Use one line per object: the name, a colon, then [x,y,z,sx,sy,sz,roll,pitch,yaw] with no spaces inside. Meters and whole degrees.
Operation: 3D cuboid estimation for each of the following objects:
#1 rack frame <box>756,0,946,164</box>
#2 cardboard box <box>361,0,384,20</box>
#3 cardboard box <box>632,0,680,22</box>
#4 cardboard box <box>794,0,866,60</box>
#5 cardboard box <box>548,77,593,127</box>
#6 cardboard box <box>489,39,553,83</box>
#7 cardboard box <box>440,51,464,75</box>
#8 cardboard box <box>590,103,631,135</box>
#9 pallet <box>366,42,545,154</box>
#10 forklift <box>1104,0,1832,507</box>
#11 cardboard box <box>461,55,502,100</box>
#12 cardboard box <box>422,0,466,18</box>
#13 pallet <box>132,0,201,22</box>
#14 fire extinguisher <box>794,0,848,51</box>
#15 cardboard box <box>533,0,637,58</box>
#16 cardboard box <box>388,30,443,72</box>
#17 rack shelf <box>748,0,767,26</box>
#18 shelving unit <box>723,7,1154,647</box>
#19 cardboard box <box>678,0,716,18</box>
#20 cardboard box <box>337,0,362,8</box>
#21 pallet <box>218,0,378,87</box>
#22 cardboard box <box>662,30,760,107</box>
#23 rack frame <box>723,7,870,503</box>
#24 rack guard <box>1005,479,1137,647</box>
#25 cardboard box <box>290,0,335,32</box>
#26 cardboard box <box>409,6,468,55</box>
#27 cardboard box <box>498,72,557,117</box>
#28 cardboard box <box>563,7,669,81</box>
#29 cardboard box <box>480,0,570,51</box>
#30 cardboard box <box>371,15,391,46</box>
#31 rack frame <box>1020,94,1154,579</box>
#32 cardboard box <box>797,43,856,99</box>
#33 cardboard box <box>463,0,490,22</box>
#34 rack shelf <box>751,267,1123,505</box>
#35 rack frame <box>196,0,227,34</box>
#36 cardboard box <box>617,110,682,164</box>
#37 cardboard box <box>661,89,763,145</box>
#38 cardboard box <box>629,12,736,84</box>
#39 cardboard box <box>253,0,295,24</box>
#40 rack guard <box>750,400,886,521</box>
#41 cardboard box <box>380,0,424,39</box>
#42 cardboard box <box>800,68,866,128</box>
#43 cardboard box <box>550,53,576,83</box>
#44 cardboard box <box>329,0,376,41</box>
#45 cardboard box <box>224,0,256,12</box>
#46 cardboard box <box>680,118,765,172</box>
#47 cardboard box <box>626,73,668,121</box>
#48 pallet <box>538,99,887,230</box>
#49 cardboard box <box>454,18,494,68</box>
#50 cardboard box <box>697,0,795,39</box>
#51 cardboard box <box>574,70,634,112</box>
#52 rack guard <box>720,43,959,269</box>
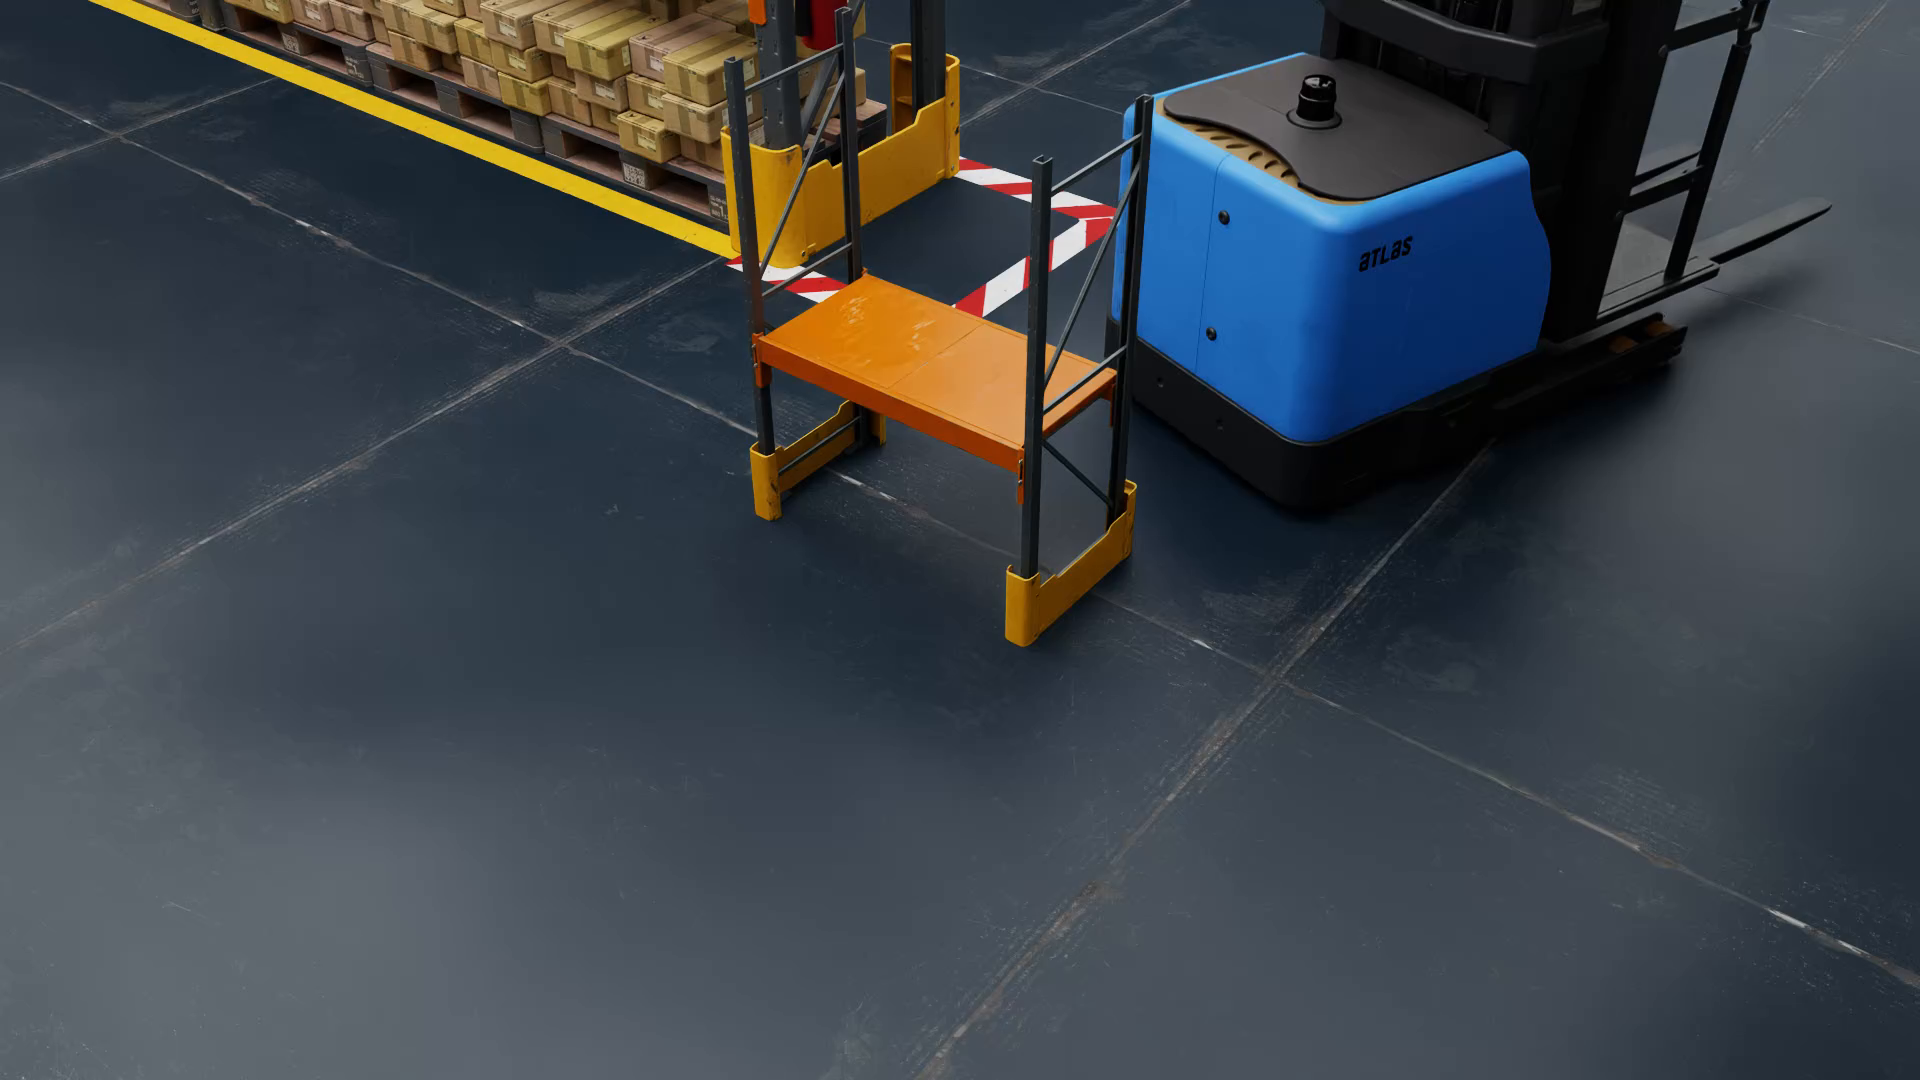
rack frame: [-0.407,-2.568,6.097,0.127,3.000,1.000,25,45,29]
cardboard box: [-2.603,-2.592,7.858,0.250,0.149,0.380,27,46,30]
cardboard box: [-1.279,-2.461,7.450,0.250,0.149,0.380,23,44,27]
cardboard box: [-0.617,-2.208,7.126,0.250,0.149,0.380,23,44,27]
cardboard box: [-1.579,-1.980,7.317,0.250,0.149,0.380,26,45,29]
cardboard box: [-1.833,-2.167,7.315,0.250,0.149,0.380,26,45,29]
cardboard box: [-2.180,-2.288,7.711,0.250,0.149,0.380,27,45,30]
cardboard box: [-1.375,-1.894,7.207,0.250,0.149,0.380,25,44,28]
pallet: [-2.056,-2.277,7.987,1.213,0.211,1.003,25,45,29]
forklift: [2.017,-1.962,5.379,3.031,2.935,1.130,-22,43,-26]
cardboard box: [-2.025,-2.157,7.543,0.250,0.149,0.380,26,45,29]
cardboard box: [-2.211,-2.515,7.518,0.250,0.149,0.380,25,45,29]
pallet: [-4.204,-3.259,9.241,1.213,0.211,1.003,25,45,29]
fire extinguisher: [-0.487,-2.070,5.826,0.183,0.674,0.296,25,45,29]
cardboard box: [-1.596,-2.204,7.121,0.250,0.149,0.380,23,44,27]
cardboard box: [-2.435,-2.349,7.789,0.250,0.149,0.380,24,44,27]
rack shelf: [-1.996,-3.034,7.275,4.000,0.370,1.077,25,45,29]
shelving unit: [-0.061,-0.619,4.824,1.083,1.500,0.587,25,45,29]
cardboard box: [-1.031,-2.409,7.383,0.250,0.149,0.380,25,45,28]
cardboard box: [-2.807,-2.707,8.004,0.250,0.149,0.380,23,44,26]
pallet: [-3.029,-2.734,8.571,1.213,0.211,1.003,25,45,29]
cardboard box: [-0.982,-1.919,6.757,0.250,0.149,0.380,26,45,29]
rack frame: [-0.472,-0.813,5.072,0.032,1.500,0.500,25,45,29]
rack guard: [0.335,0.060,4.971,0.087,0.250,0.587,25,45,29]
cardboard box: [-3.050,-2.648,8.171,0.250,0.149,0.380,25,44,28]
cardboard box: [-2.261,-2.362,7.564,0.250,0.149,0.380,26,45,29]
cardboard box: [-1.820,-2.045,7.400,0.250,0.149,0.380,23,44,27]
cardboard box: [-1.429,-2.076,6.958,0.250,0.149,0.380,24,44,28]
cardboard box: [-1.844,-2.278,7.215,0.250,0.149,0.380,27,45,30]
cardboard box: [-2.583,-2.494,7.974,0.250,0.149,0.380,23,44,27]
rack frame: [0.336,-0.432,4.585,0.032,1.500,0.500,25,45,29]
cardboard box: [-0.667,-2.050,7.166,0.250,0.149,0.380,27,46,30]
cardboard box: [-1.986,-2.431,7.411,0.250,0.149,0.380,24,44,27]
rack shelf: [-0.068,-0.481,4.939,1.000,0.185,0.538,25,45,29]
rack frame: [-3.584,-4.066,8.010,0.127,3.000,1.000,25,45,29]
cardboard box: [-1.218,-1.752,7.027,0.250,0.149,0.380,27,45,30]
cardboard box: [-1.000,-1.786,6.828,0.250,0.149,0.380,24,44,27]
cardboard box: [-1.146,-2.041,6.913,0.250,0.149,0.380,26,45,29]
cardboard box: [-3.279,-2.715,8.257,0.250,0.149,0.380,27,45,30]
rack guard: [-0.456,-0.313,5.448,0.087,0.250,0.587,25,45,29]
cardboard box: [-2.441,-2.466,7.698,0.250,0.149,0.380,25,44,28]
cardboard box: [-0.629,-1.964,7.297,0.250,0.149,0.380,26,45,29]
cardboard box: [-1.565,-2.131,7.269,0.250,0.149,0.380,25,44,28]
cardboard box: [-2.818,-2.577,8.080,0.250,0.149,0.380,24,44,28]
cardboard box: [-3.490,-2.815,8.384,0.250,0.149,0.380,23,44,27]
cardboard box: [-0.952,-1.706,6.967,0.250,0.149,0.380,26,45,29]
cardboard box: [-1.175,-1.910,6.987,0.250,0.149,0.380,24,44,28]
pallet: [-1.091,-1.820,7.403,1.213,0.211,1.003,25,45,29]
cardboard box: [-2.025,-2.272,7.450,0.250,0.149,0.380,28,46,31]
cardboard box: [-0.909,-2.252,7.182,0.250,0.149,0.380,26,45,29]
cardboard box: [-1.414,-1.980,7.076,0.250,0.149,0.380,23,44,27]
rack guard: [-0.467,-1.612,6.904,0.348,0.500,1.175,25,45,29]
